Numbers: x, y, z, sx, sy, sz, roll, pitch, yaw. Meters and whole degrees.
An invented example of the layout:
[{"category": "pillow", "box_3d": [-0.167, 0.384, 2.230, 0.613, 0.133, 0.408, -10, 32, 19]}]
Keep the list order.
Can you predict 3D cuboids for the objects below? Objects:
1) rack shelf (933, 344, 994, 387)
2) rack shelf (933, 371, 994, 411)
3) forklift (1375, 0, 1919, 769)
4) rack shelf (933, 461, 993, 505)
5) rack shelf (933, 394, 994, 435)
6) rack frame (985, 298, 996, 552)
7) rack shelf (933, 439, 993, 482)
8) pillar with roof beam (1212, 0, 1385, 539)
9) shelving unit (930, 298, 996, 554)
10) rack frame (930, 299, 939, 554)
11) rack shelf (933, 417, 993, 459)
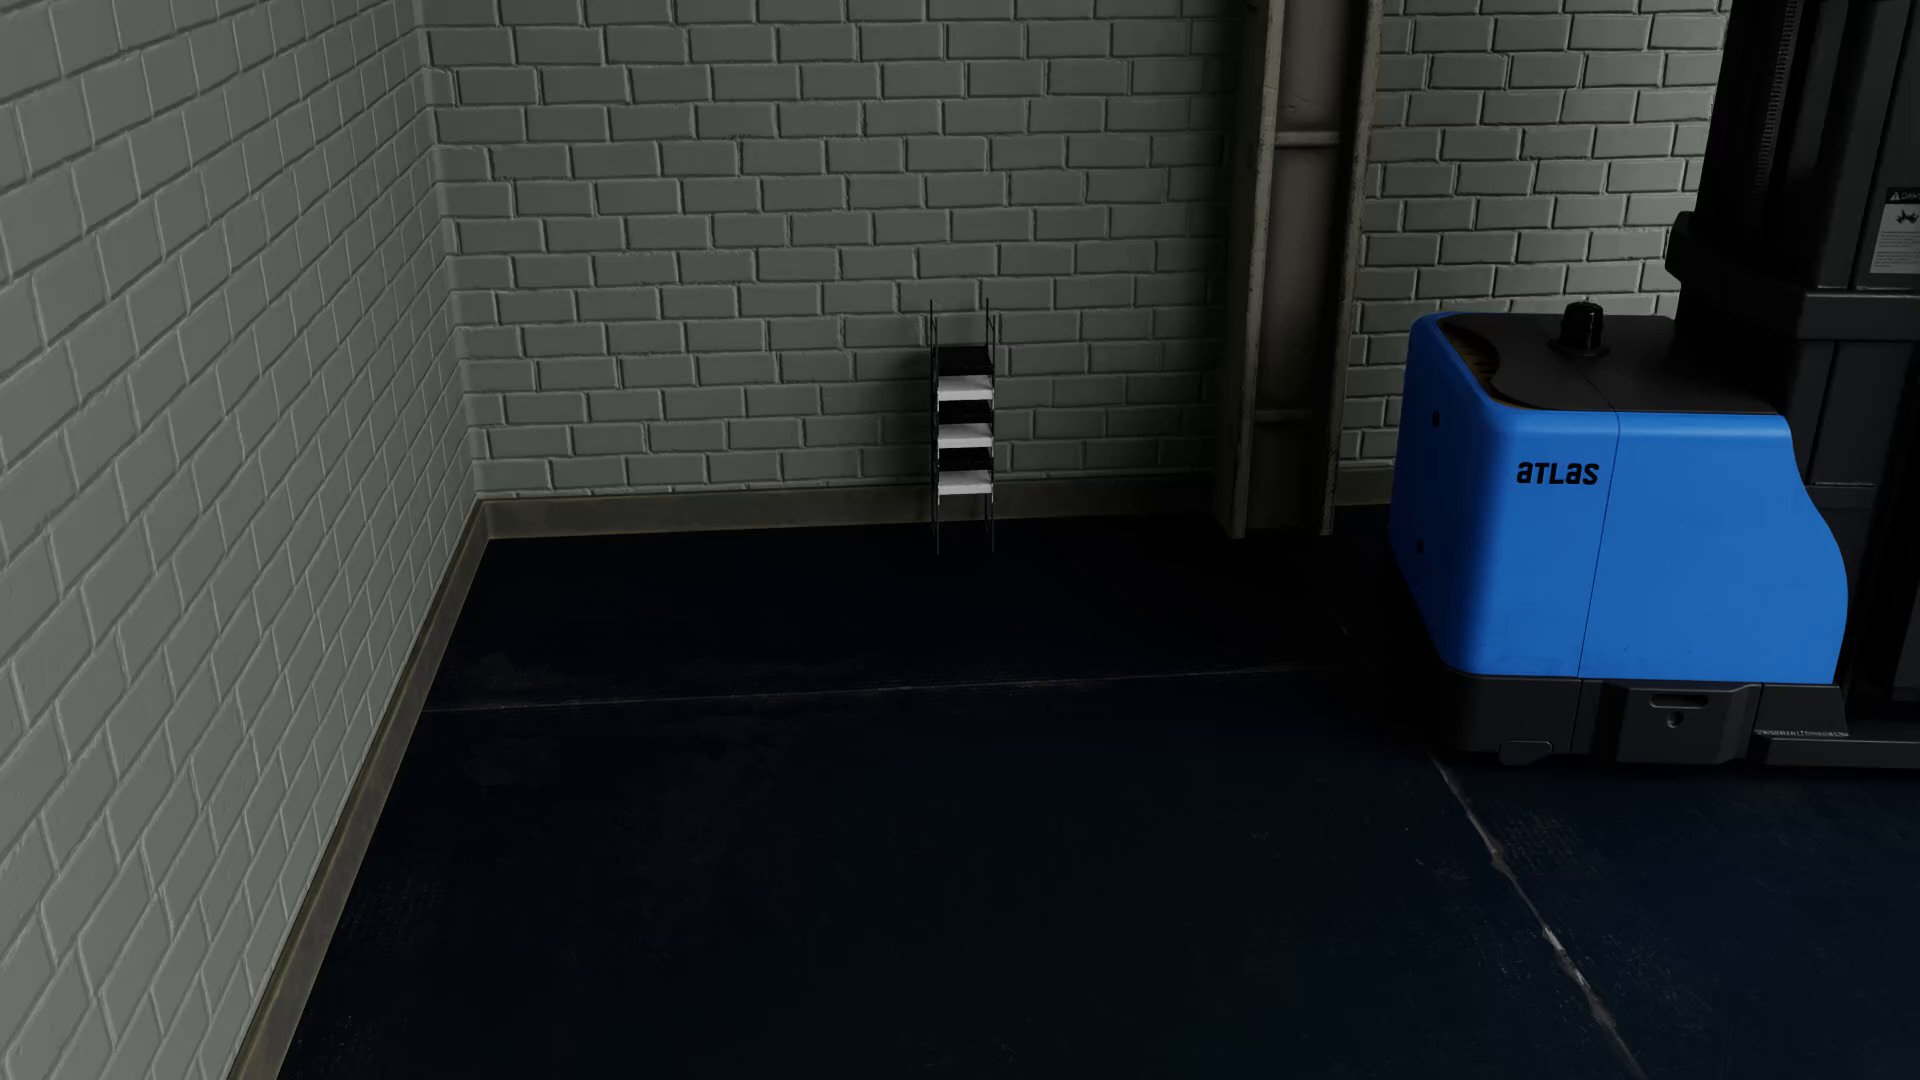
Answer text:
[{"category": "rack shelf", "box_3d": [0.008, -0.628, 5.972, 0.200, 0.077, 0.258, -2, 24, -5]}, {"category": "rack shelf", "box_3d": [0.008, -0.546, 6.008, 0.200, 0.077, 0.258, -2, 24, -5]}, {"category": "forklift", "box_3d": [2.887, -0.854, 4.562, 3.031, 2.935, 1.130, 1, 24, 3]}, {"category": "rack shelf", "box_3d": [0.008, -0.217, 6.155, 0.200, 0.077, 0.258, -2, 24, -5]}, {"category": "rack shelf", "box_3d": [0.008, -0.463, 6.045, 0.200, 0.077, 0.258, -2, 24, -5]}, {"category": "rack frame", "box_3d": [0.109, -0.416, 6.077, 0.006, 0.900, 0.240, -2, 24, -5]}, {"category": "rack shelf", "box_3d": [0.008, -0.299, 6.118, 0.200, 0.077, 0.258, -2, 24, -5]}, {"category": "pillar with roof beam", "box_3d": [1.620, -2.446, 0.675, 0.400, 9.000, 9.100, -2, 24, -5]}, {"category": "shelving unit", "box_3d": [0.008, -0.412, 6.068, 0.210, 0.900, 0.258, -2, 24, -5]}, {"category": "rack frame", "box_3d": [-0.093, -0.407, 6.059, 0.006, 0.900, 0.240, -2, 24, -5]}, {"category": "rack shelf", "box_3d": [0.008, -0.381, 6.081, 0.200, 0.077, 0.258, -2, 24, -5]}]
